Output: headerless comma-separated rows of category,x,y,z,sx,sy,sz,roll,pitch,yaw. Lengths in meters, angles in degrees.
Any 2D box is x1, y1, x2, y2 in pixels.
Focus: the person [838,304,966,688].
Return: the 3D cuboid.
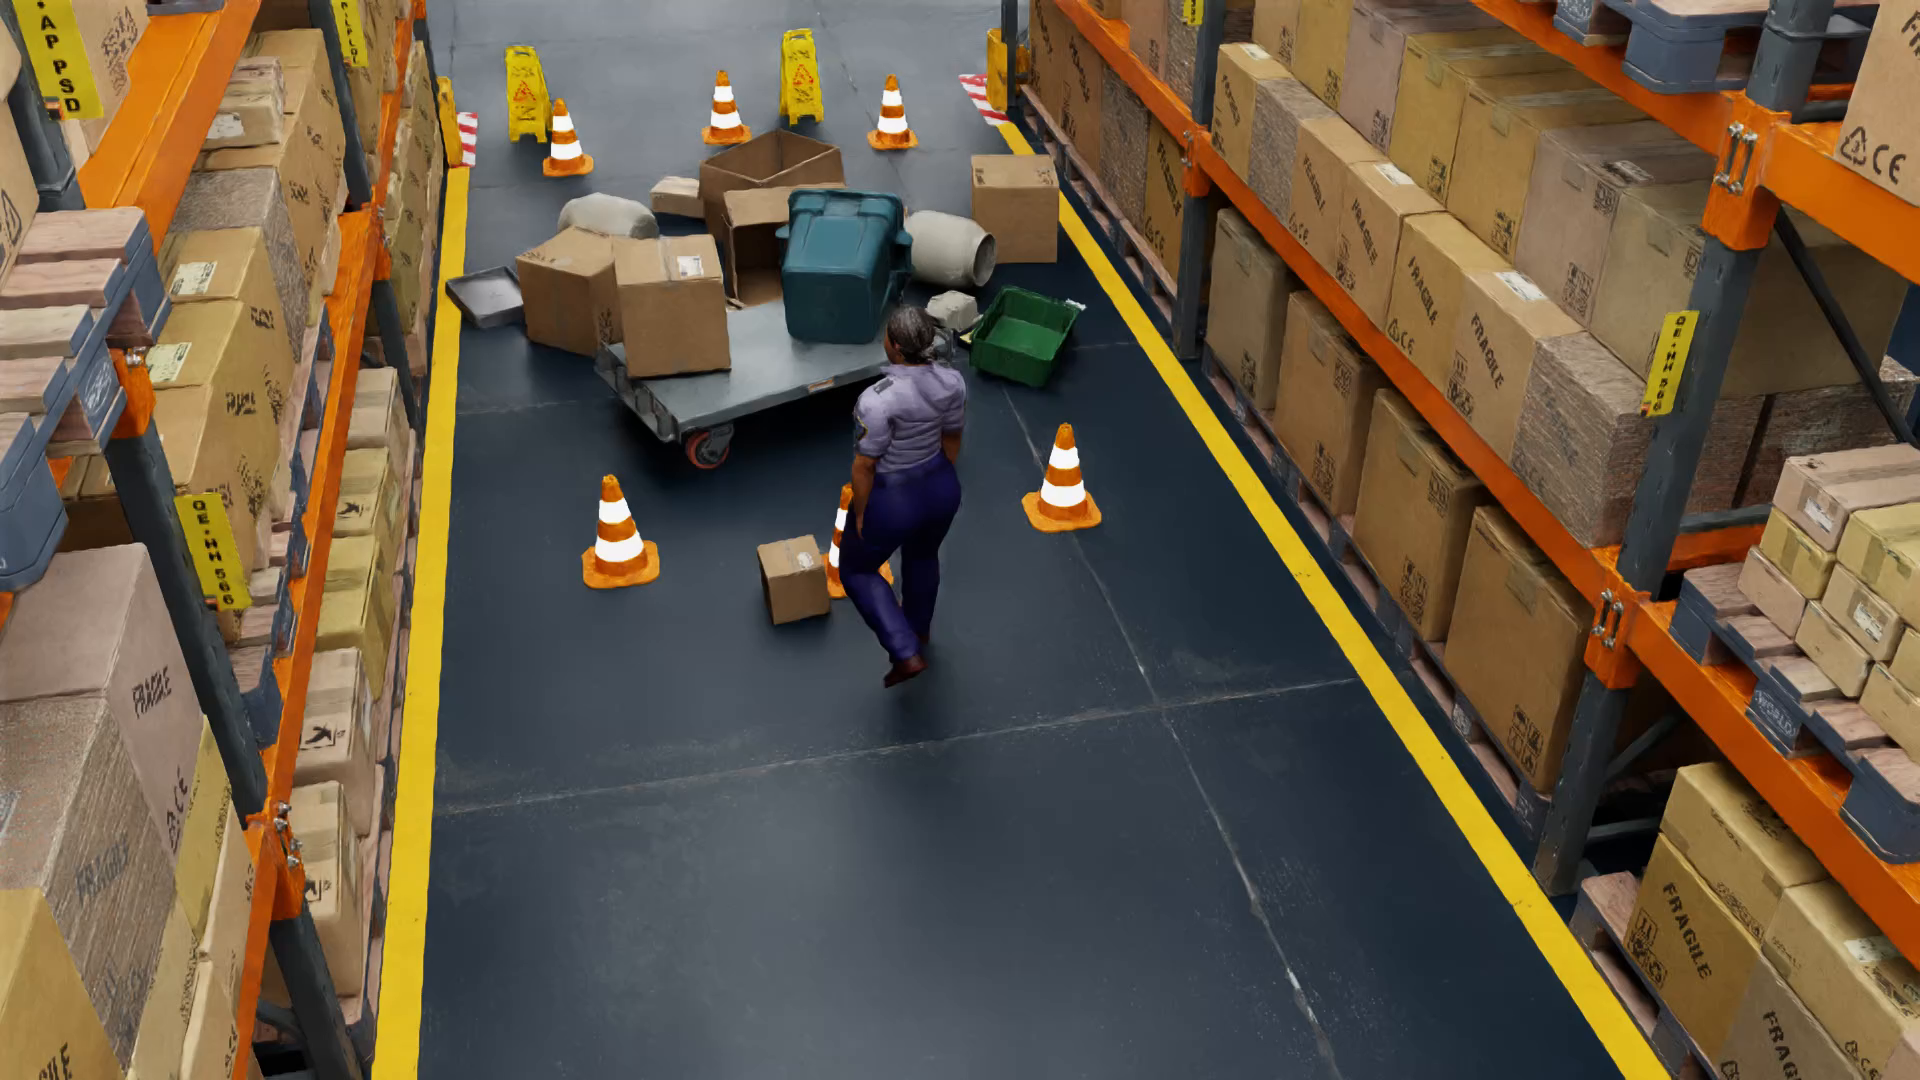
person,-0.225,-0.174,6.403,0.496,1.617,0.664,-23,41,-30
